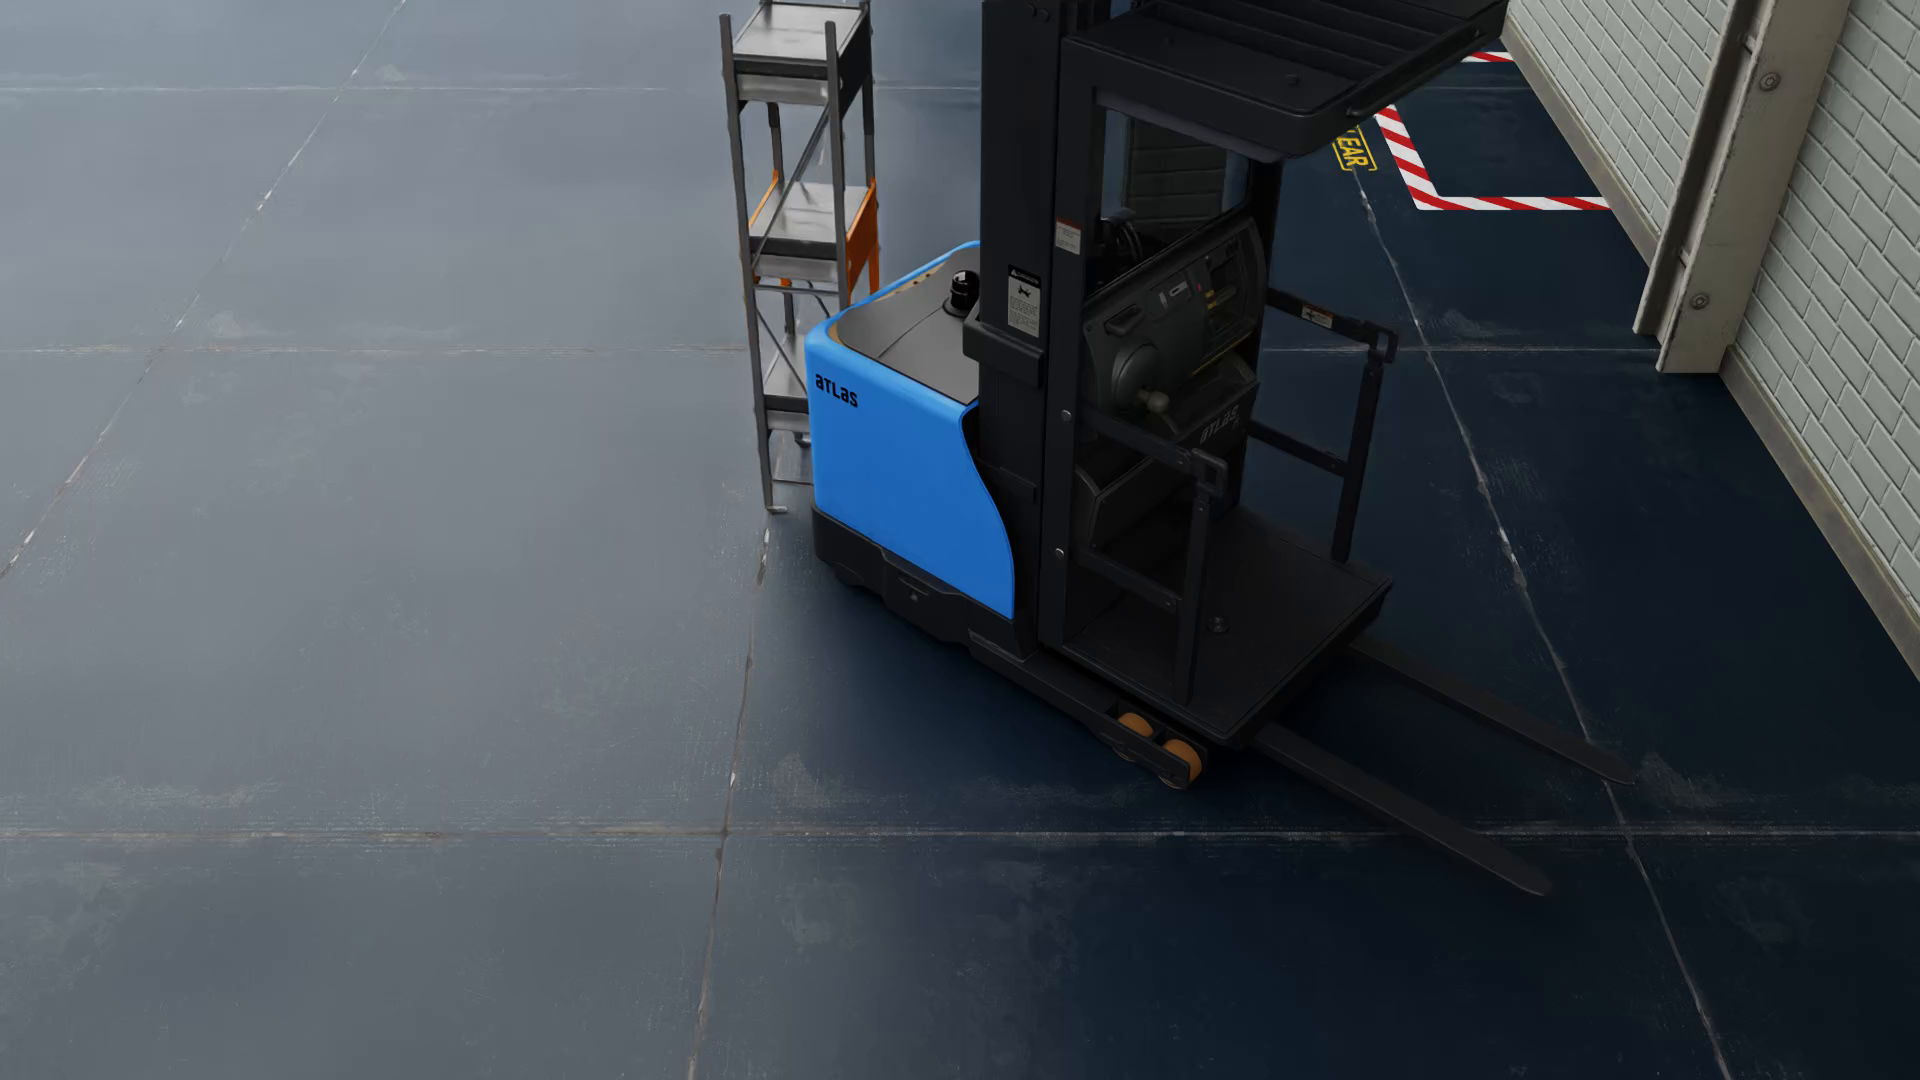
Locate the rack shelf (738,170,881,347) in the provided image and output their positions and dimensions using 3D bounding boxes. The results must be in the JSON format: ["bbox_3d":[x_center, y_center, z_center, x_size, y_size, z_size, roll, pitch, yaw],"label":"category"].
[{"bbox_3d":[-0.570,-1.070,6.428,0.431,0.518,0.480,6,39,8],"label":"rack shelf"}]

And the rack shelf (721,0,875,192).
[{"bbox_3d":[-0.570,-1.616,5.990,0.431,0.518,0.480,6,39,8],"label":"rack shelf"}]

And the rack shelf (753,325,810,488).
[{"bbox_3d":[-0.570,-0.524,6.866,0.431,0.518,0.480,6,39,8],"label":"rack shelf"}]

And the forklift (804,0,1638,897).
[{"bbox_3d":[0.861,-0.669,5.241,3.031,2.935,1.130,29,47,31],"label":"forklift"}]

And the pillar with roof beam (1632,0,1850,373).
[{"bbox_3d":[-0.906,-4.410,5.057,9.100,9.000,0.400,0,39,0],"label":"pillar with roof beam"}]

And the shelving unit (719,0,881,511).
[{"bbox_3d":[-0.570,-1.081,6.420,0.431,2.100,0.503,6,39,8],"label":"shelving unit"}]

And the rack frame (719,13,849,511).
[{"bbox_3d":[-0.613,-0.931,6.232,0.400,2.100,0.015,6,39,8],"label":"rack frame"}]

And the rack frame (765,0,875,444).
[{"bbox_3d":[-0.526,-1.231,6.607,0.400,2.100,0.015,6,39,8],"label":"rack frame"}]
